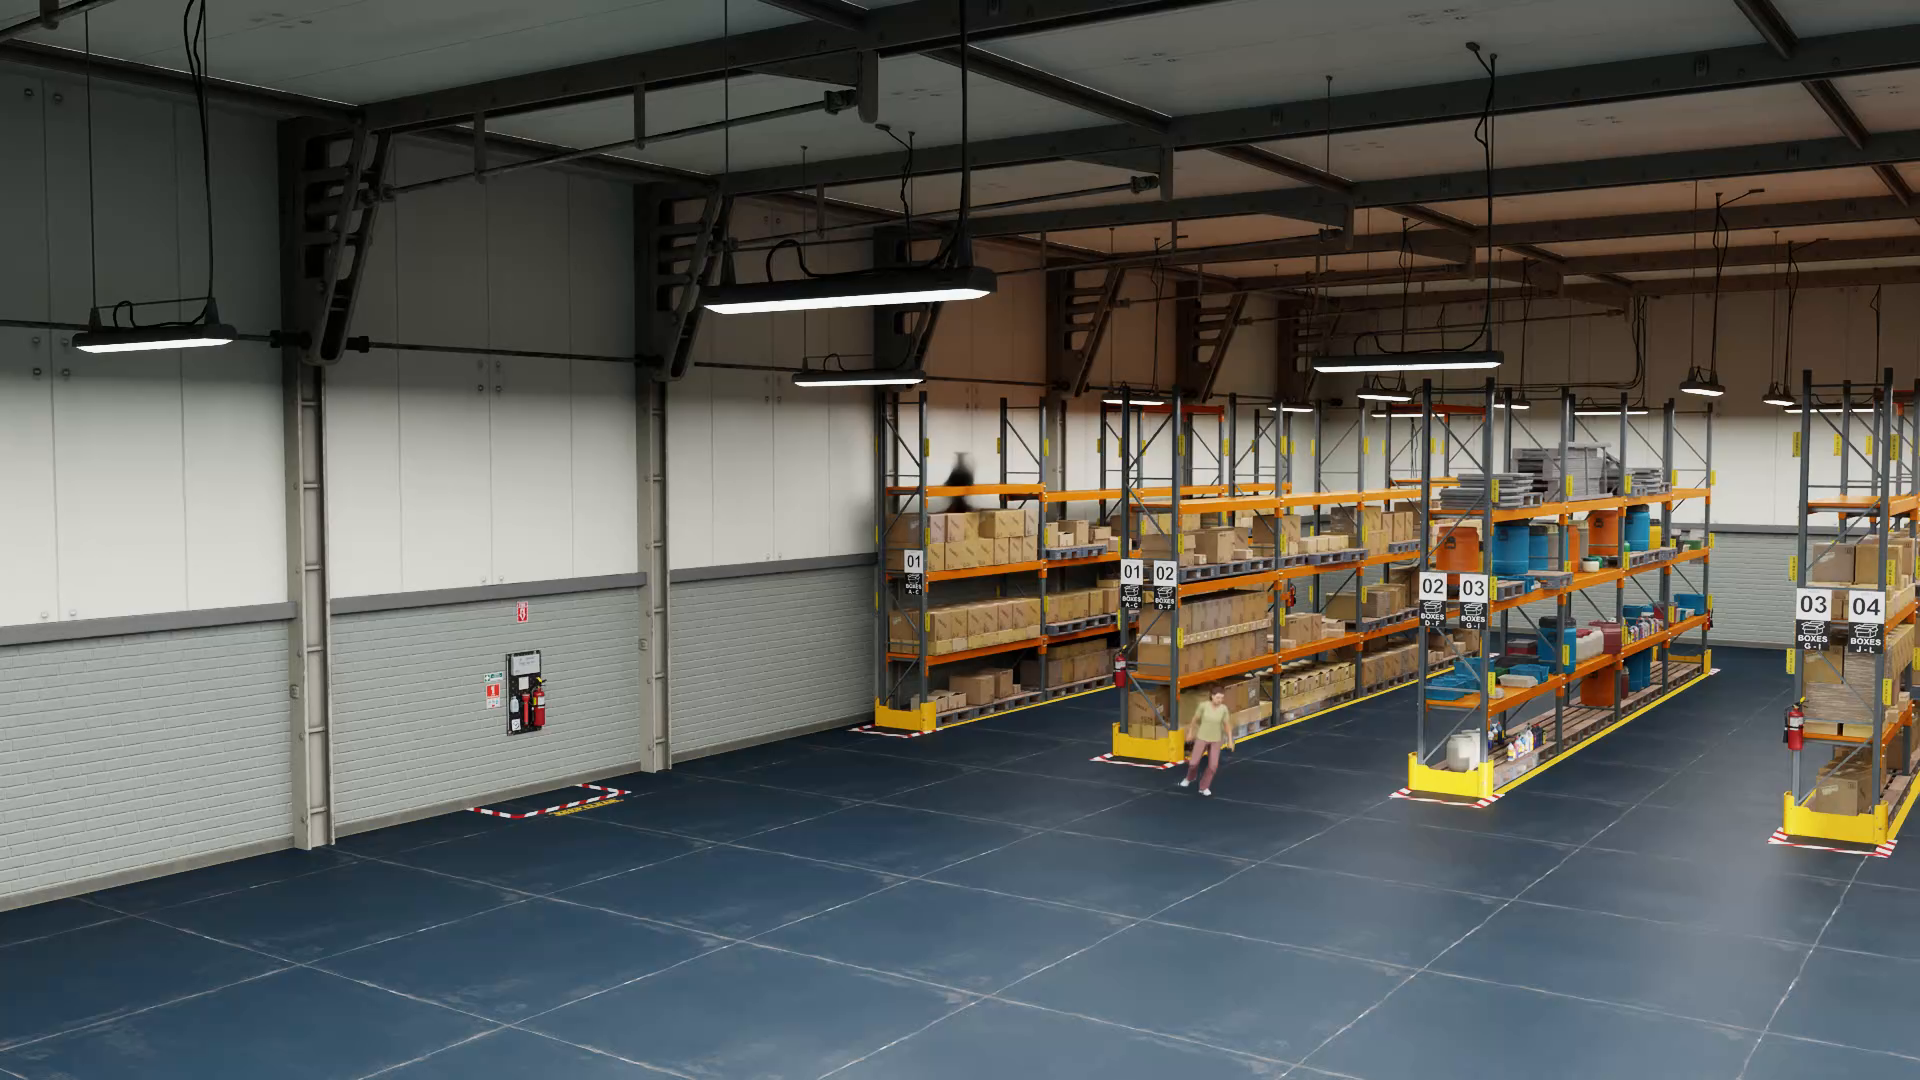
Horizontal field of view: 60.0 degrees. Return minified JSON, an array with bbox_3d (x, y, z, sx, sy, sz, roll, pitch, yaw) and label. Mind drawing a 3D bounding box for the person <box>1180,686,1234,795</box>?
[{"bbox_3d":[3.553,2.868,23.914,0.725,1.595,0.615,0,3,-1],"label":"person"}]
